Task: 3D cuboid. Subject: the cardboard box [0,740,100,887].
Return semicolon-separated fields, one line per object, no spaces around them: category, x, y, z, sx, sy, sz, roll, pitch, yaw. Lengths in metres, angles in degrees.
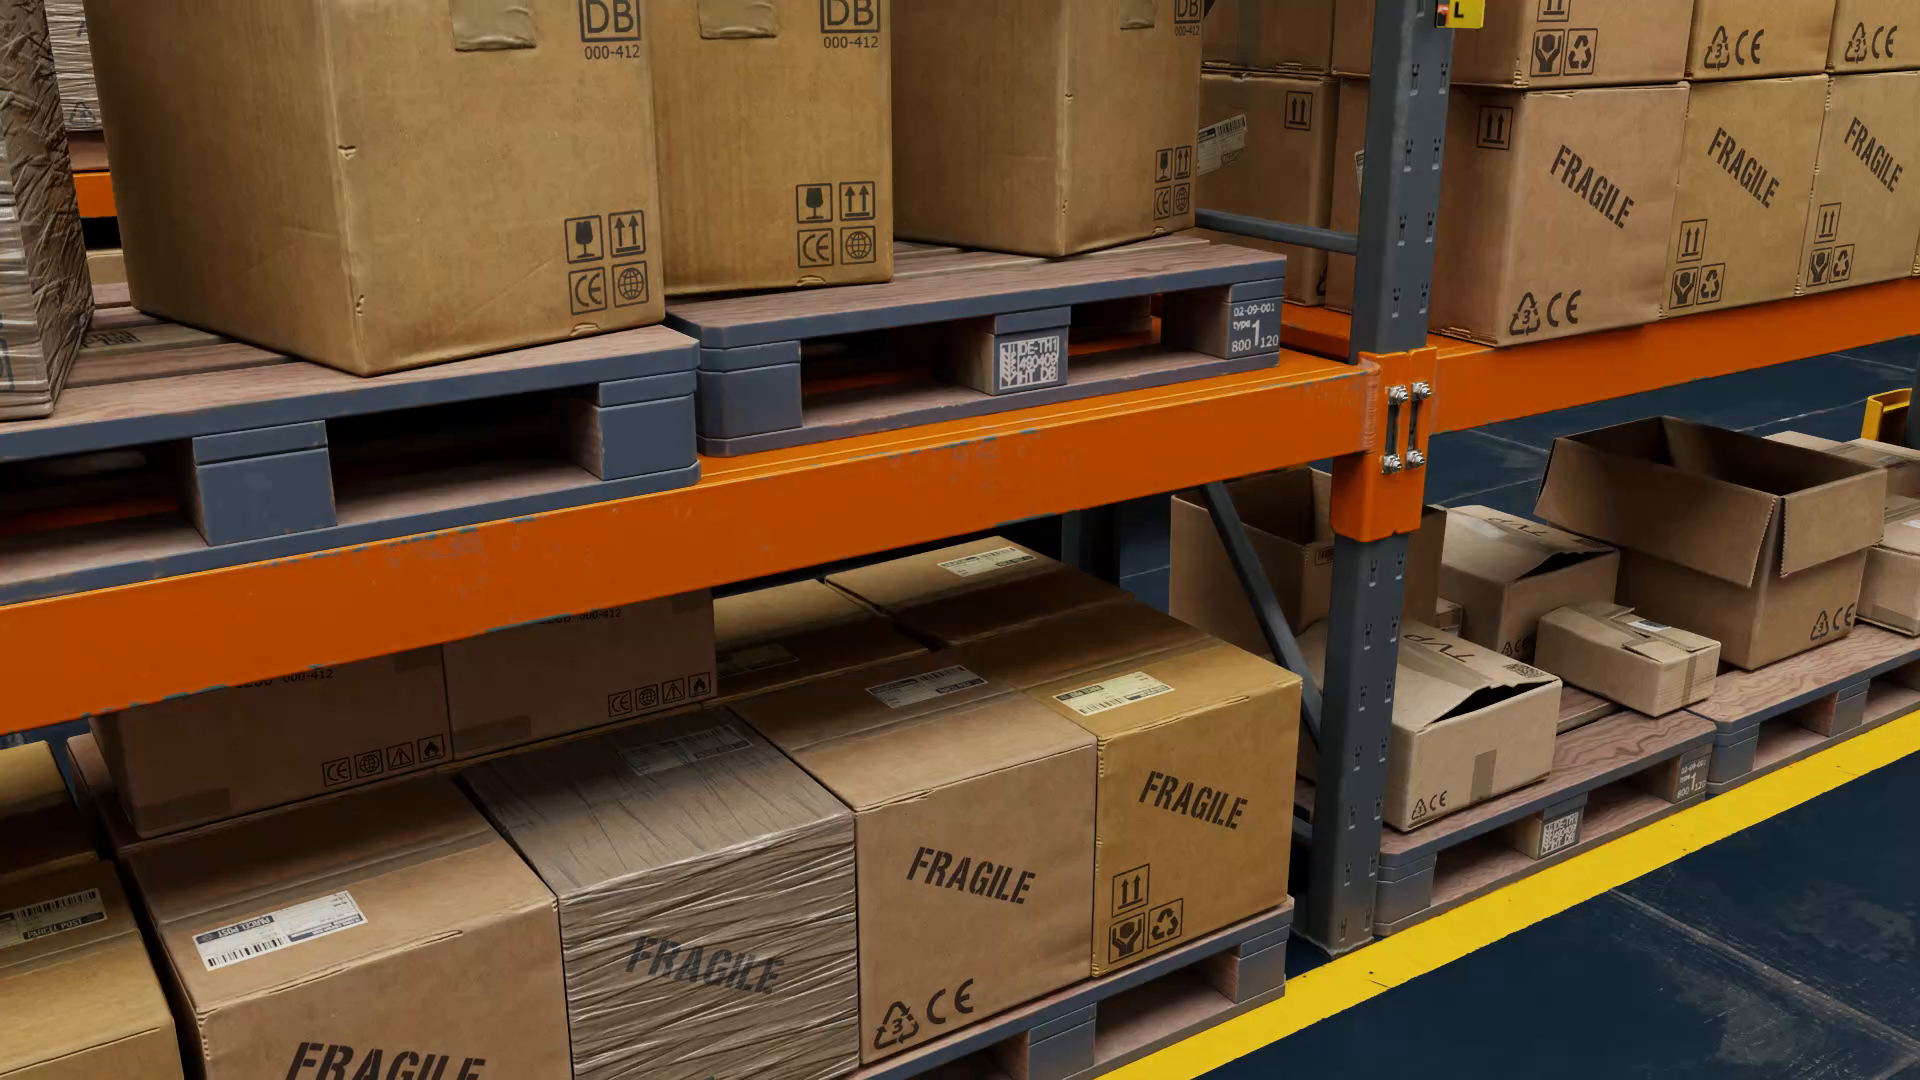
cardboard box;-1.680;0.700;2.706;0.500;0.500;0.500;-13;23;-33

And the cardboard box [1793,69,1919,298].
cardboard box;1.997;-0.904;4.079;0.500;0.500;0.500;-12;22;-32

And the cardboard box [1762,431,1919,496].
cardboard box;2.889;-0.164;5.652;0.500;0.250;0.500;-12;22;-31

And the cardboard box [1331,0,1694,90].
cardboard box;1.124;-1.190;3.364;0.500;0.500;0.500;-11;22;-30

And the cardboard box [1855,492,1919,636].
cardboard box;2.788;0.049;5.022;0.500;0.250;0.500;-12;22;-31

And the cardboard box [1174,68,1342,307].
cardboard box;0.853;-0.865;3.965;0.500;0.500;0.500;-11;22;-31

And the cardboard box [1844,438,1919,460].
cardboard box;3.378;-0.242;6.041;0.250;0.149;0.380;-12;22;-31

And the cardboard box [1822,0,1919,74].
cardboard box;1.985;-1.372;3.901;0.500;0.500;0.500;-13;22;-33

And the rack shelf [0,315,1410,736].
rack shelf;-1.094;0.032;2.591;4.000;0.370;1.077;-12;22;-31

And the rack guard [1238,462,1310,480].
rack guard;1.216;-0.338;6.855;0.087;0.250;0.587;-11;21;-29

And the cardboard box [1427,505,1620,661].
cardboard box;1.522;0.096;4.790;0.500;0.311;0.500;-12;22;-31

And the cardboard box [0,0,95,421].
cardboard box;-1.432;-0.454;2.093;0.500;0.500;0.700;-8;20;-21

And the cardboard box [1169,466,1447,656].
cardboard box;0.896;0.138;4.369;0.500;0.500;0.500;-12;22;-31

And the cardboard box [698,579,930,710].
cardboard box;-0.401;0.431;3.501;0.500;0.500;0.500;-12;22;-31

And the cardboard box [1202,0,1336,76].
cardboard box;0.856;-1.341;3.810;0.500;0.500;0.500;-12;22;-31

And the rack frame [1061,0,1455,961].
rack frame;0.576;-0.661;3.517;0.127;3.000;1.000;-12;22;-31

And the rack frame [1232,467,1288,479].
rack frame;1.217;-0.930;6.655;0.032;1.500;0.500;-11;21;-29

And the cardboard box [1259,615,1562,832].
cardboard box;1.046;0.388;3.925;0.500;0.311;0.500;-12;22;-31

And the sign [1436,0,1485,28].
sign;0.884;-1.062;2.895;0.005;0.325;0.100;-12;22;-31

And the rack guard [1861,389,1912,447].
rack guard;3.853;-0.168;5.962;0.348;0.500;1.175;-12;22;-31

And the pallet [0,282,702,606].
pallet;-1.143;-0.210;2.481;1.213;0.211;1.003;-12;22;-31

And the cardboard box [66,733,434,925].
cardboard box;-1.245;0.606;2.984;0.500;0.500;0.500;-13;23;-33

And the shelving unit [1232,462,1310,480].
shelving unit;0.787;-0.850;6.416;1.083;1.500;0.587;-11;21;-29

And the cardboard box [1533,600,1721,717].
cardboard box;1.763;0.301;4.407;0.250;0.166;0.380;-12;22;-31

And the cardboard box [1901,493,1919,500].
cardboard box;3.211;-0.023;5.367;0.250;0.166;0.380;-12;22;-31

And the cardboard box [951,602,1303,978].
cardboard box;0.322;0.478;3.363;0.500;0.500;0.500;-12;22;-32

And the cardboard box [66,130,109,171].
cardboard box;-3.363;-1.529;6.444;0.250;0.149;0.380;-13;22;-33

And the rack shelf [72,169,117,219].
rack shelf;-3.822;-1.293;6.508;4.000;0.370;1.077;-12;22;-31

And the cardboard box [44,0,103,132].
cardboard box;-3.243;-1.856;6.399;0.500;0.500;0.500;-12;22;-31

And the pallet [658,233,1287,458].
pallet;-0.151;-0.459;3.218;1.213;0.211;1.003;-12;22;-31

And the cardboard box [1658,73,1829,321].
cardboard box;1.578;-0.817;3.821;0.500;0.500;0.500;-11;22;-30

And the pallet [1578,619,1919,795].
pallet;2.170;0.323;4.961;1.213;0.211;1.003;-12;22;-31

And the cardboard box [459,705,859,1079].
cardboard box;-0.515;0.651;2.852;0.500;0.500;0.500;-12;22;-31

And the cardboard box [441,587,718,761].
cardboard box;-0.797;0.155;3.147;0.500;0.250;0.500;-12;22;-31

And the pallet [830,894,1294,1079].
pallet;-0.082;0.813;3.510;1.213;0.211;1.003;-12;22;-31

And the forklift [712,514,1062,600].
forklift;-1.030;-1.214;5.259;3.031;2.935;1.130;-11;21;-29

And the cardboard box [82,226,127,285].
cardboard box;-3.363;-0.860;6.805;0.750;0.750;0.750;-11;22;-30

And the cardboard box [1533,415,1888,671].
cardboard box;2.142;-0.019;4.830;0.637;0.503;0.797;-12;22;-31

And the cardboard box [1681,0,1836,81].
cardboard box;1.555;-1.281;3.633;0.500;0.500;0.500;-13;22;-33

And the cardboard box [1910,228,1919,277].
cardboard box;2.421;-0.994;4.346;0.500;0.500;0.500;-12;22;-32

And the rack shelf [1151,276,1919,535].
rack shelf;2.247;-0.673;4.675;4.000;0.370;1.077;-12;22;-31

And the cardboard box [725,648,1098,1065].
cardboard box;-0.096;0.563;3.112;0.500;0.500;0.500;-12;22;-31

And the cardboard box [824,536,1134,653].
cardboard box;0.038;0.334;3.788;0.500;0.500;0.500;-13;23;-34

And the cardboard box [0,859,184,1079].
cardboard box;-1.371;0.835;2.309;0.500;0.500;0.500;-12;22;-32

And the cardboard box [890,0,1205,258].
cardboard box;0.058;-0.884;3.364;0.700;0.500;0.500;14;23;35

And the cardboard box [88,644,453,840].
cardboard box;-1.216;0.244;2.885;0.500;0.250;0.500;-12;22;-32

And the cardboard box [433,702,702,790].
cardboard box;-0.823;0.517;3.247;0.500;0.500;0.500;-12;22;-31

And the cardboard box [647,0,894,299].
cardboard box;-0.482;-0.746;2.956;0.500;0.500;0.700;-8;20;-23

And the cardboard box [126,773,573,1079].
cardboard box;-0.938;0.741;2.585;0.500;0.500;0.500;-13;23;-33

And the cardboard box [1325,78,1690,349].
cardboard box;1.152;-0.726;3.551;0.500;0.500;0.500;-11;22;-30

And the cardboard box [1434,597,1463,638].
cardboard box;1.176;0.222;4.668;0.250;0.149;0.380;-12;22;-31

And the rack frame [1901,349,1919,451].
rack frame;3.917;-1.366;5.601;0.127;3.000;1.000;-12;22;-31

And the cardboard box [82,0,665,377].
cardboard box;-0.865;-0.580;2.465;0.700;0.500;0.500;16;24;39

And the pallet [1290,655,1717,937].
pallet;1.150;0.539;4.321;1.213;0.211;1.003;-12;22;-31
